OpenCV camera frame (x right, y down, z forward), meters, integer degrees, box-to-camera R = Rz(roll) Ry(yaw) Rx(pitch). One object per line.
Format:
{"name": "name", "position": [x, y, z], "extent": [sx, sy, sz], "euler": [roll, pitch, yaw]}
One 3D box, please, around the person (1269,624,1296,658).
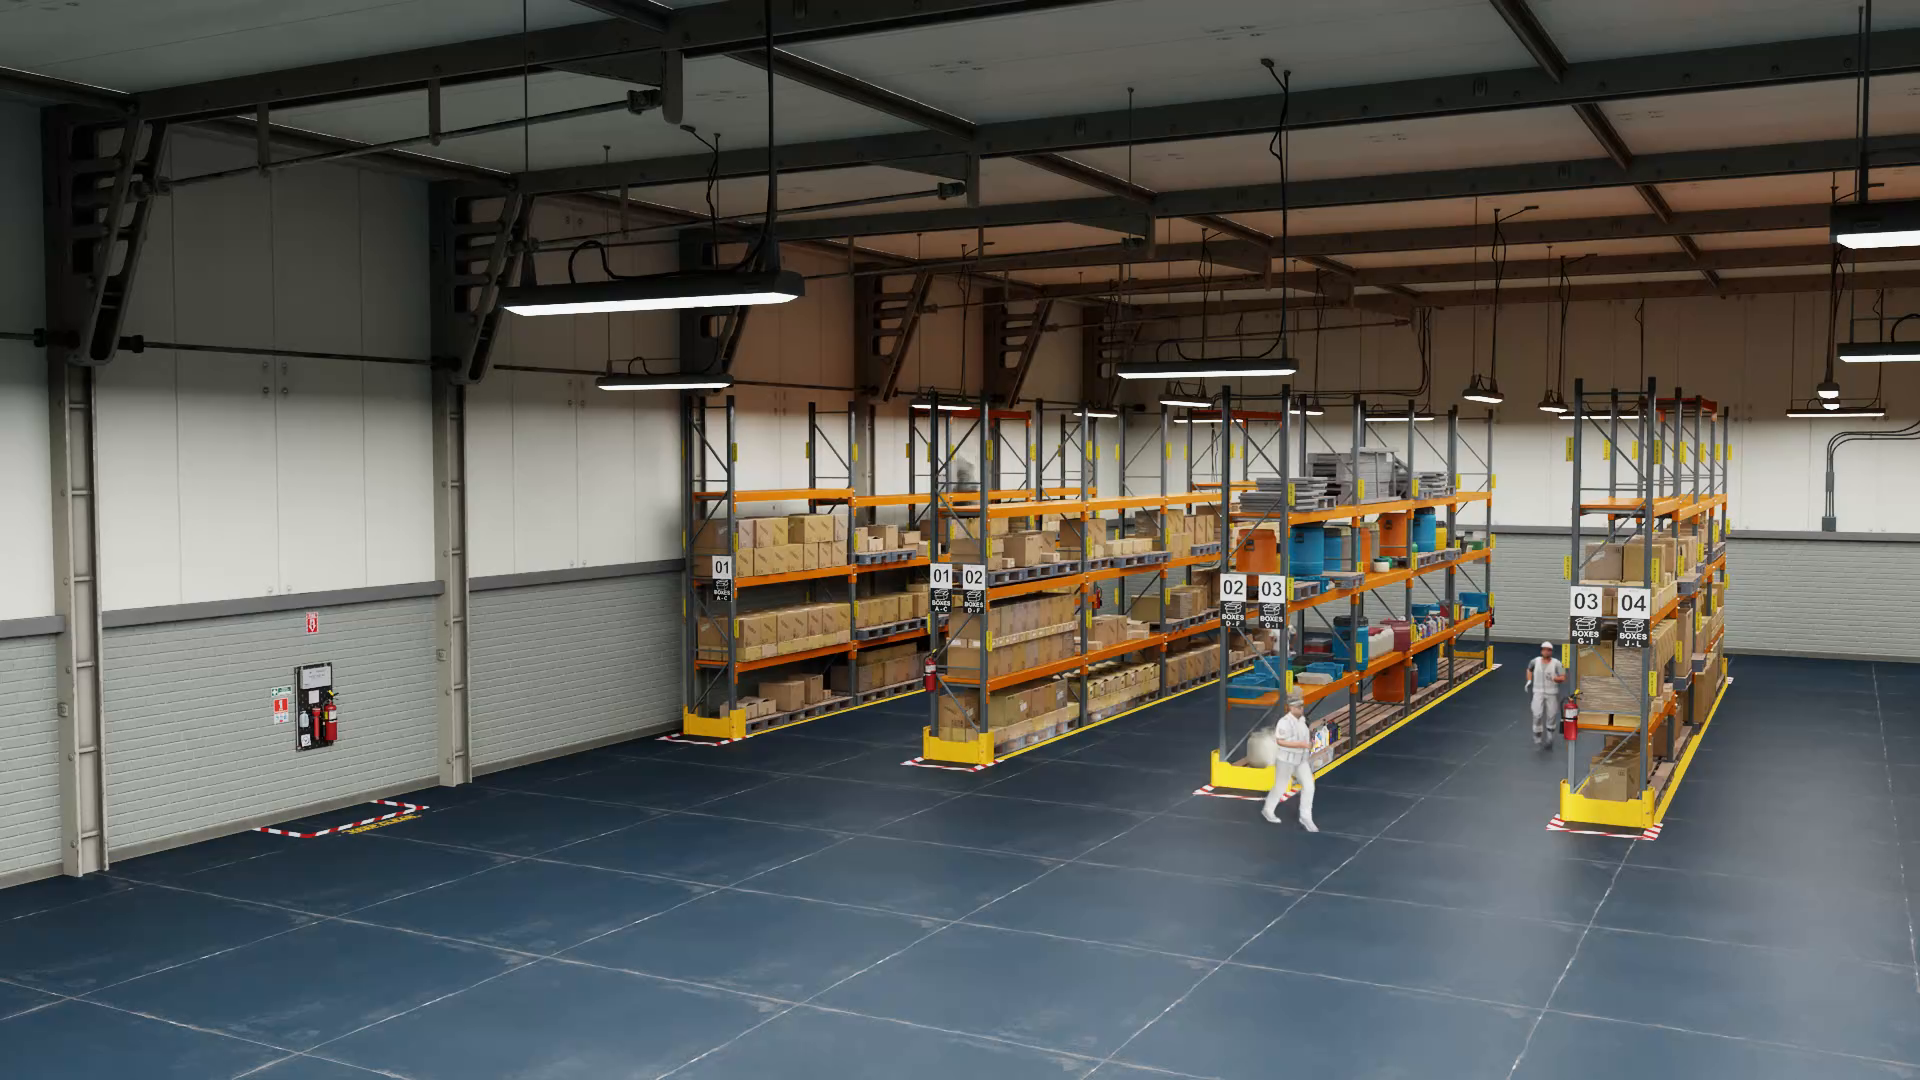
{"name": "person", "position": [6.728, 2.373, 34.756], "extent": [0.521, 1.330, 0.642], "euler": [1, 3, 22]}

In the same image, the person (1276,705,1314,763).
{"name": "person", "position": [4.444, 2.524, 22.019], "extent": [0.602, 0.855, 0.708], "euler": [-2, 4, -32]}

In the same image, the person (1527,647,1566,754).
{"name": "person", "position": [9.847, 2.646, 27.960], "extent": [0.635, 1.790, 0.836], "euler": [1, 3, 24]}
